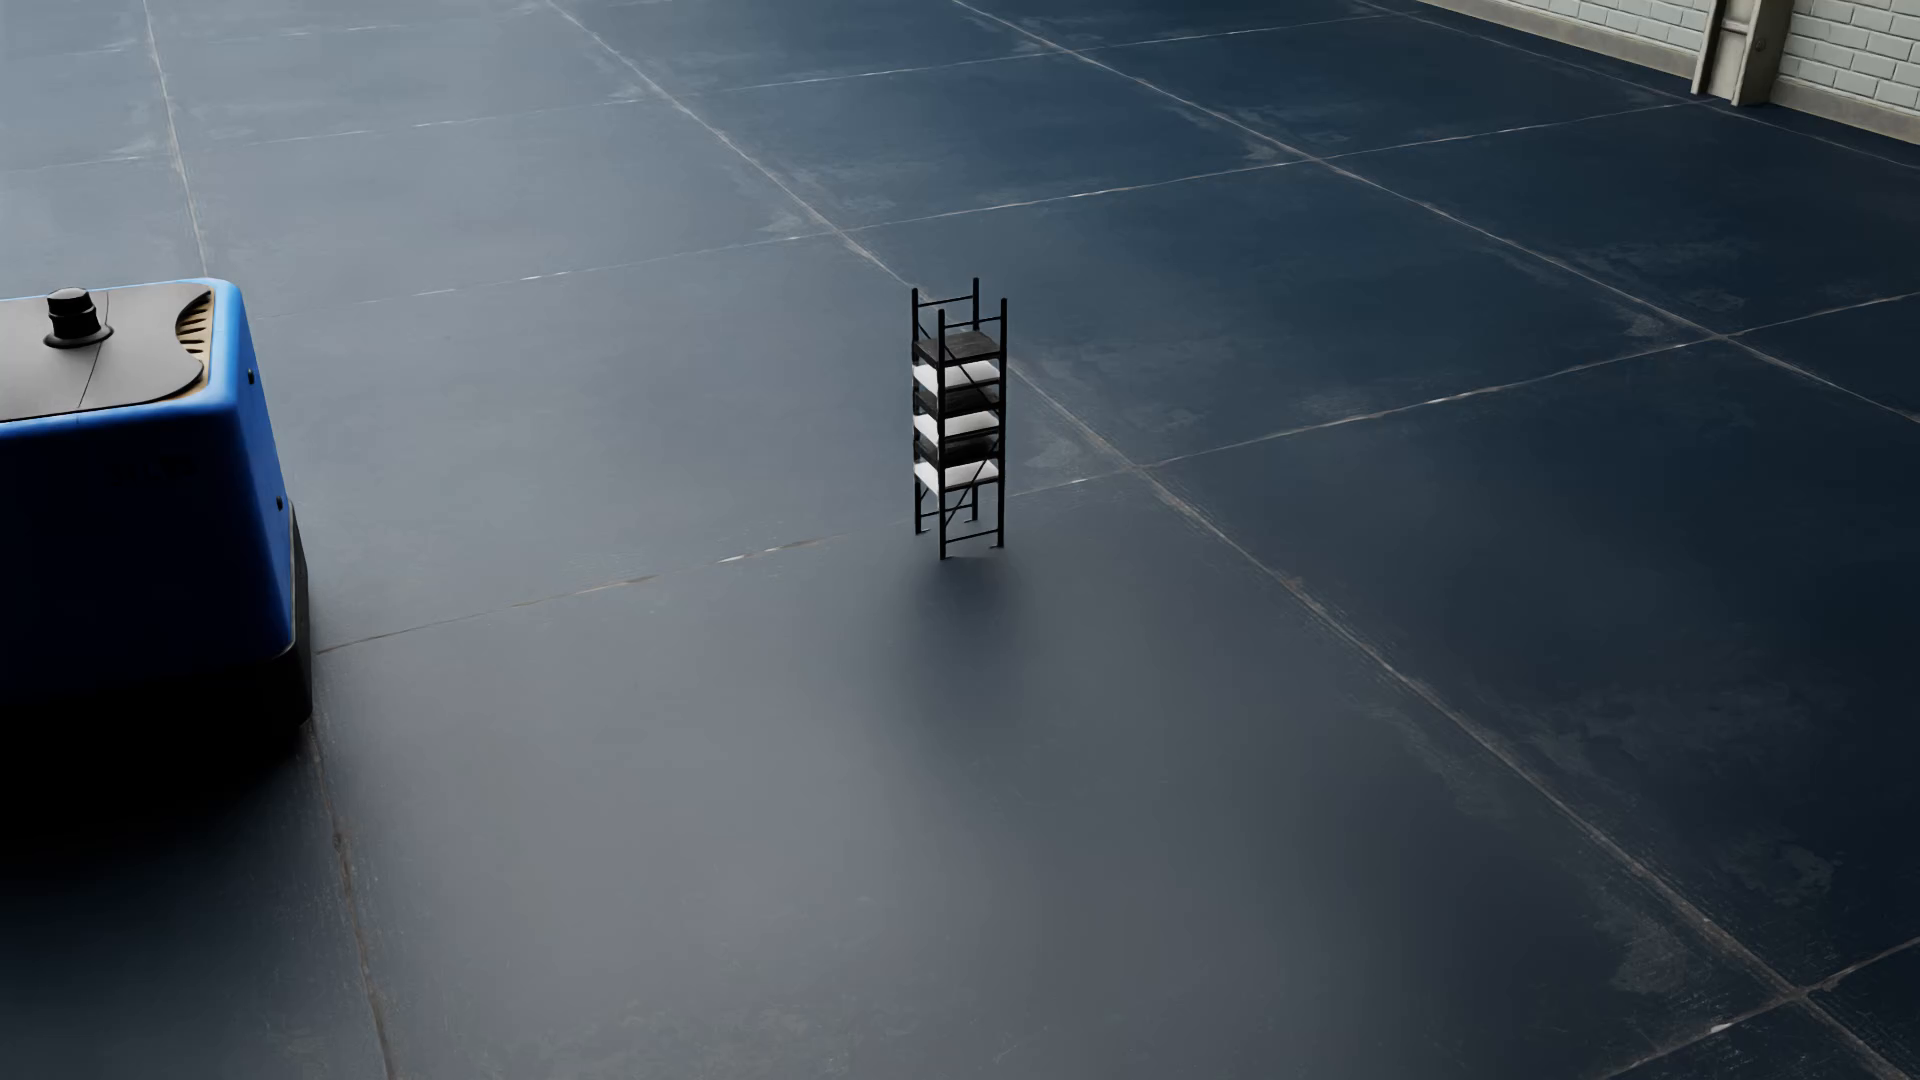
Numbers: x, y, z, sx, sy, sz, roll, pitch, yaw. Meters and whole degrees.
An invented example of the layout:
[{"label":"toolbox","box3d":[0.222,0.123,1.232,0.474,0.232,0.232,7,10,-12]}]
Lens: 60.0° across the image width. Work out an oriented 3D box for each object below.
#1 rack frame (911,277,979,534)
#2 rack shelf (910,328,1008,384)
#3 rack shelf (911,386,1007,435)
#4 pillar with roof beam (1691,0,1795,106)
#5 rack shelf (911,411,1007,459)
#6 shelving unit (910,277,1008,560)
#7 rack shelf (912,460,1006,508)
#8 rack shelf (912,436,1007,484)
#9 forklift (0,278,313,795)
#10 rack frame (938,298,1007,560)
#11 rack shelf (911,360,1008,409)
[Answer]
[{"label":"rack frame","box3d":[-0.047,-0.441,5.616,0.240,0.900,0.006,-13,32,-22]},{"label":"rack shelf","box3d":[-0.003,-0.603,5.421,0.258,0.077,0.200,-13,32,-22]},{"label":"rack shelf","box3d":[-0.003,-0.446,5.509,0.258,0.077,0.200,-13,32,-22]},{"label":"pillar with roof beam","box3d":[1.190,-5.943,7.149,9.100,9.000,0.400,-13,32,-22]},{"label":"rack shelf","box3d":[-0.003,-0.367,5.553,0.258,0.077,0.200,-13,32,-22]},{"label":"shelving unit","box3d":[-0.003,-0.396,5.536,0.258,0.900,0.210,-13,32,-22]},{"label":"rack shelf","box3d":[-0.003,-0.210,5.641,0.258,0.077,0.200,-13,32,-22]},{"label":"rack shelf","box3d":[-0.003,-0.289,5.597,0.258,0.077,0.200,-13,32,-22]},{"label":"forklift","box3d":[-3.415,-0.675,3.958,3.031,2.935,1.130,-10,31,-17]},{"label":"rack frame","box3d":[0.040,-0.351,5.456,0.240,0.900,0.006,-13,32,-22]},{"label":"rack shelf","box3d":[-0.003,-0.524,5.465,0.258,0.077,0.200,-13,32,-22]}]
